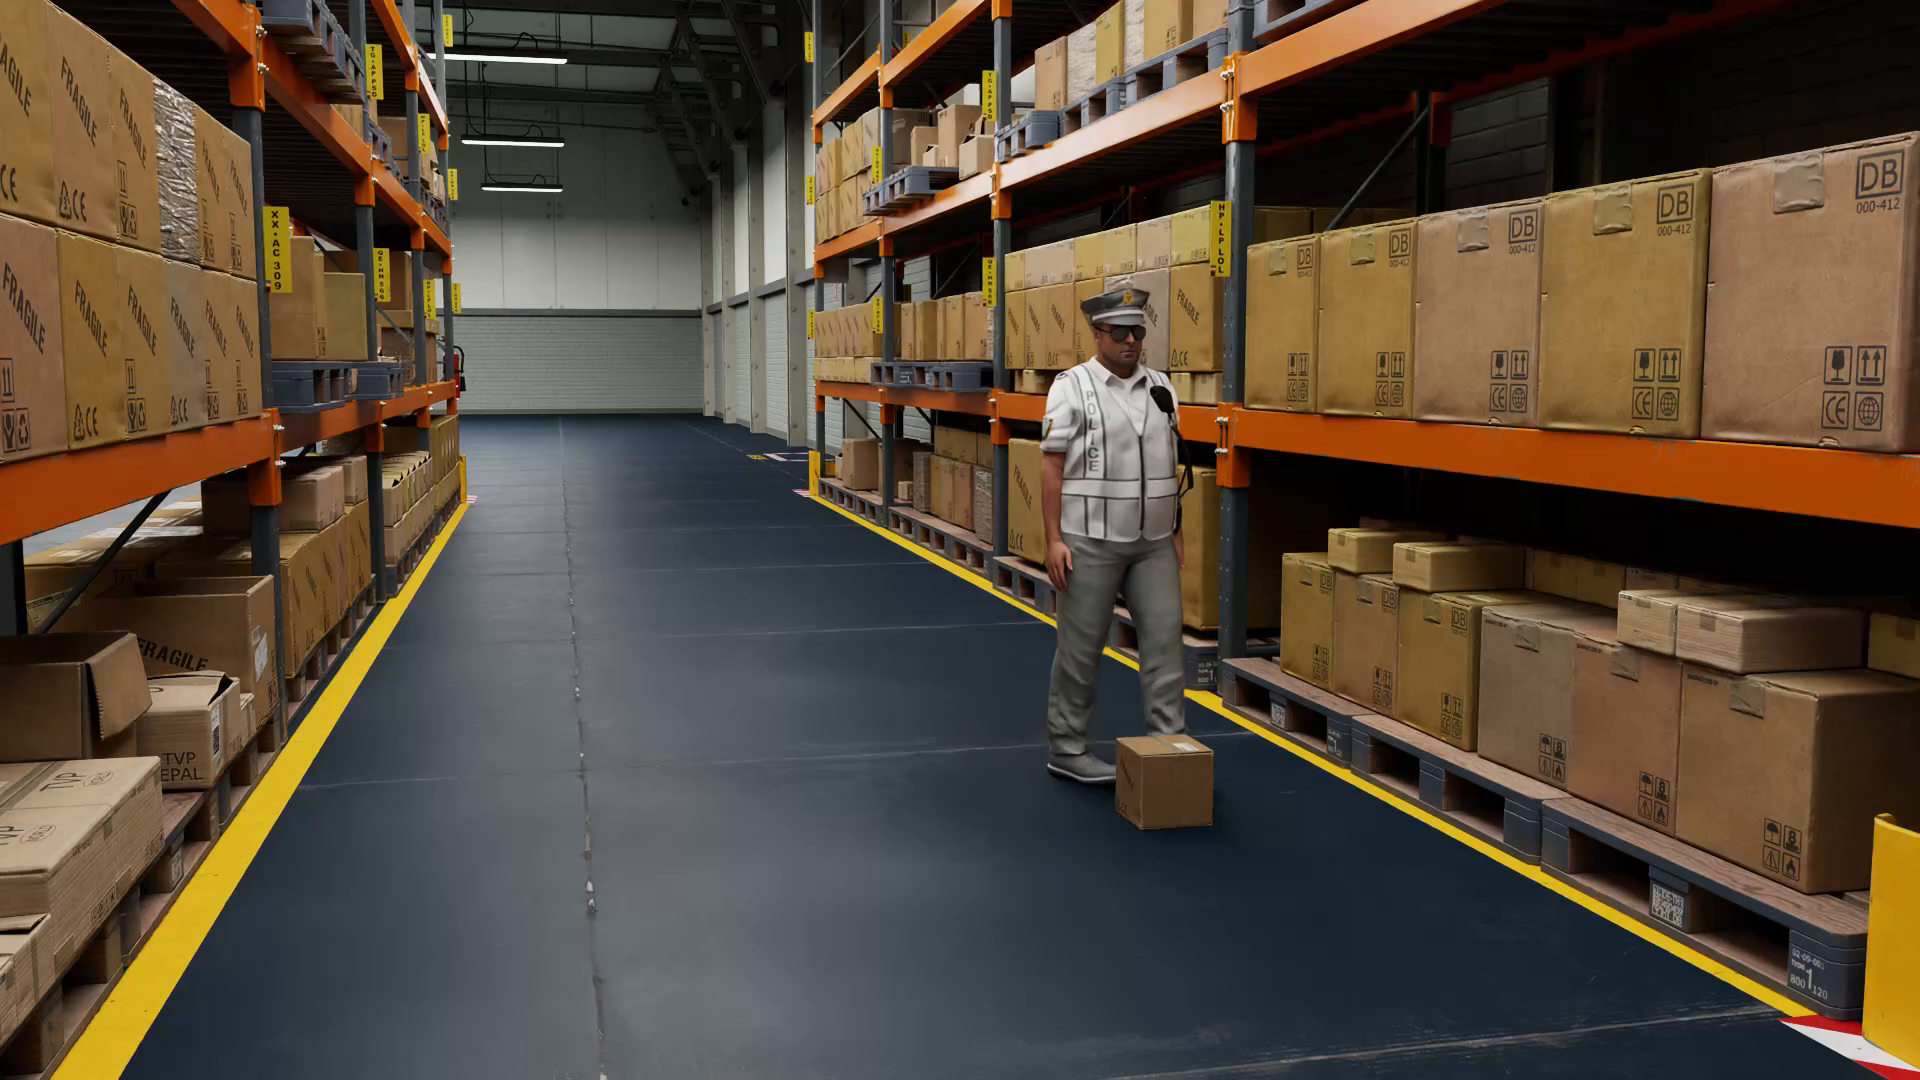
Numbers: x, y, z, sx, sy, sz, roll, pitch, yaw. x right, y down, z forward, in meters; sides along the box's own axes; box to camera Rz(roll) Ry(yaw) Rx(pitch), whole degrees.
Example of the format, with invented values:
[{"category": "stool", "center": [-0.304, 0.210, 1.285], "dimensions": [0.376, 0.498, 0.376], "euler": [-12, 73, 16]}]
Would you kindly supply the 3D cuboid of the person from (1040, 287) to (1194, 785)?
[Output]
[{"category": "person", "center": [0.601, 0.001, 5.827], "dimensions": [0.555, 1.754, 0.590], "euler": [-3, 7, -22]}]
